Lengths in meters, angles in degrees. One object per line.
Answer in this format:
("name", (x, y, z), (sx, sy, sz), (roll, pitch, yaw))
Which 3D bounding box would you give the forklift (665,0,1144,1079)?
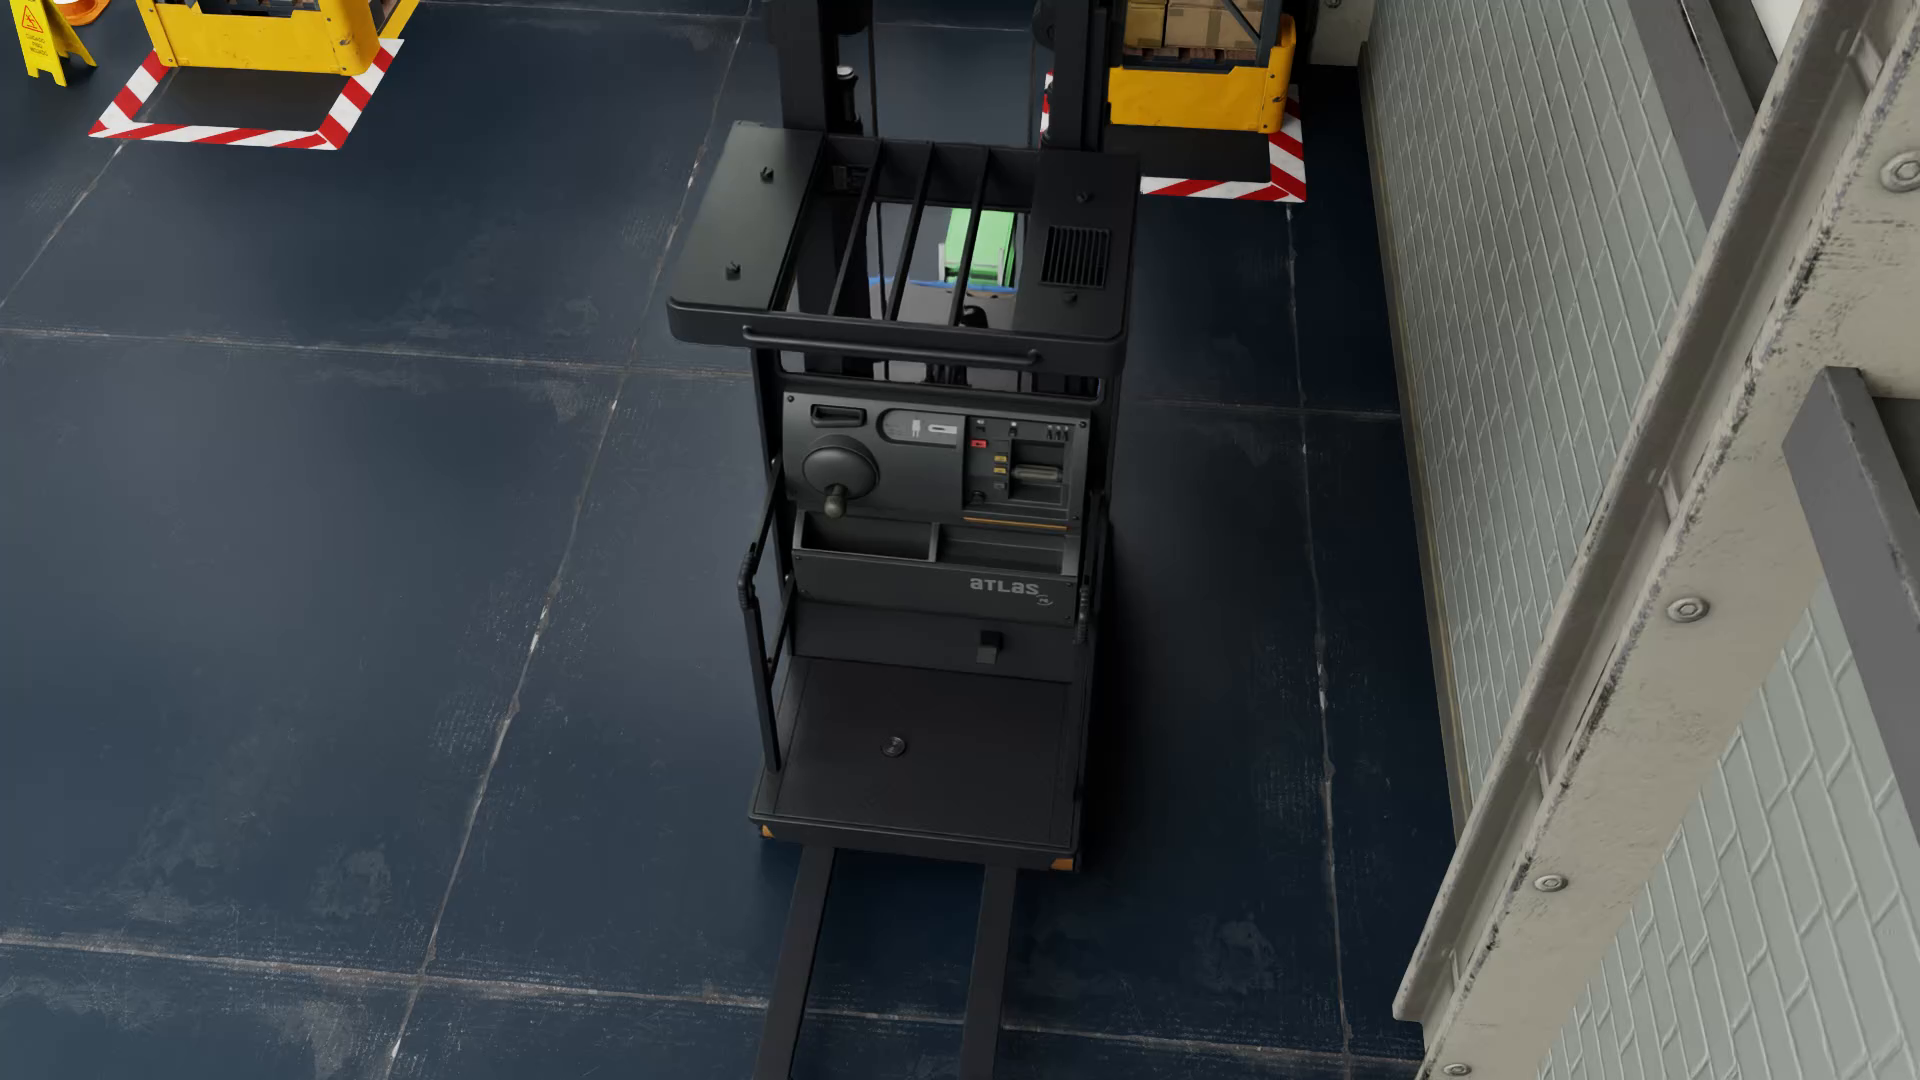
("forklift", (-0.101, -0.139, 4.891), (1.130, 2.935, 3.031), (5, 48, 5))

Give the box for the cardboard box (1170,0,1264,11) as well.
("cardboard box", (1.370, -3.031, 8.730), (0.500, 0.250, 0.500), (5, 48, 4))

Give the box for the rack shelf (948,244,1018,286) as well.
("rack shelf", (0.075, -0.977, 6.592), (0.258, 0.148, 0.480), (5, 48, 5))

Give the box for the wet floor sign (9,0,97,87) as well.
("wet floor sign", (-4.906, -2.786, 8.861), (0.267, 0.644, 0.232), (19, 50, 17))

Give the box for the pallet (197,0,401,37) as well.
("pallet", (-3.707, -3.358, 9.678), (1.003, 0.211, 1.213), (4, 48, 4))

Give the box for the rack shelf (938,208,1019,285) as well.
("rack shelf", (0.075, -1.139, 6.415), (0.258, 0.148, 0.480), (5, 48, 5))

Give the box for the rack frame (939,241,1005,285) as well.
("rack frame", (0.044, -0.680, 6.558), (0.240, 1.200, 0.015), (5, 48, 5))

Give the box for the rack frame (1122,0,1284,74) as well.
("rack frame", (1.120, -3.317, 7.751), (1.000, 3.000, 0.127), (4, 48, 4))

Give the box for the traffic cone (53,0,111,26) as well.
("traffic cone", (-5.069, -3.195, 9.358), (0.336, 0.463, 0.334), (4, 48, 4))

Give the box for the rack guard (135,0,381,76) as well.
("rack guard", (-3.817, -2.860, 9.027), (1.175, 0.500, 0.348), (4, 48, 4))

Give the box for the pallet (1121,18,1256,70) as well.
("pallet", (1.148, -2.941, 9.297), (1.003, 0.211, 1.213), (4, 48, 4))

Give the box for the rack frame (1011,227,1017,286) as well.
("rack frame", (0.107, -1.037, 6.885), (0.240, 1.200, 0.015), (5, 48, 5))

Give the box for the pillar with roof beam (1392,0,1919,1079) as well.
("pillar with roof beam", (-2.753, -1.673, 2.182), (9.100, 9.000, 0.400), (4, 48, 4))

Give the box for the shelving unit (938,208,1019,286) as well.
("shelving unit", (0.075, -0.858, 6.722), (0.258, 1.200, 0.503), (5, 48, 5))

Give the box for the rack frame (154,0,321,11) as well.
("rack frame", (-3.823, -3.648, 8.054), (1.000, 3.000, 0.127), (4, 48, 4))

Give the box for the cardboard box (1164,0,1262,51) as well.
("cardboard box", (1.359, -2.879, 8.929), (0.500, 0.250, 0.500), (4, 48, 4))

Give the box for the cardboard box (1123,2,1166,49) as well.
("cardboard box", (0.848, -2.897, 8.946), (0.500, 0.250, 0.500), (4, 48, 4))

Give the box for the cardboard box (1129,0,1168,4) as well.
("cardboard box", (0.853, -3.078, 8.773), (0.500, 0.250, 0.500), (3, 48, 3))

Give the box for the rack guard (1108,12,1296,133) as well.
("rack guard", (1.118, -2.456, 8.657), (1.175, 0.500, 0.348), (4, 48, 4))

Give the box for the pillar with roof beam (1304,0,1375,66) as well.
("pillar with roof beam", (-2.206, -6.082, 6.215), (9.100, 9.000, 0.400), (4, 48, 4))
